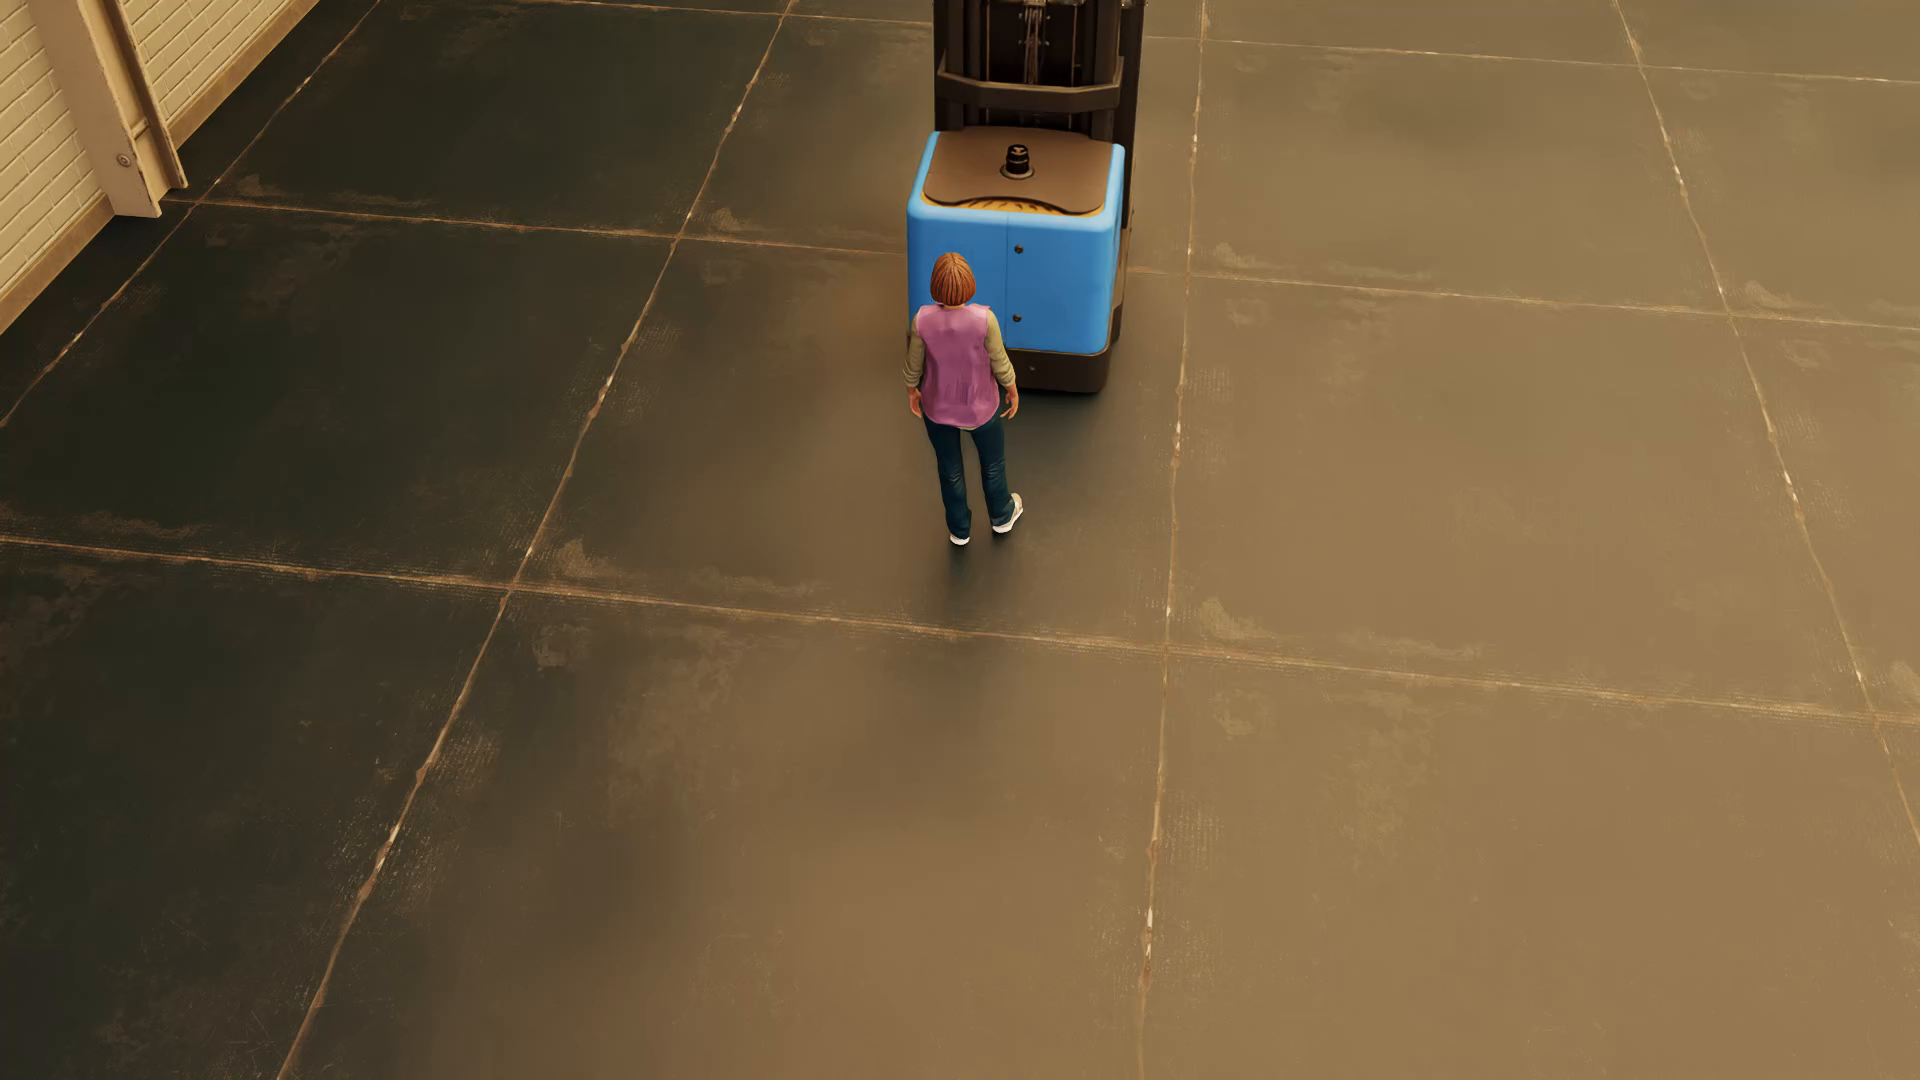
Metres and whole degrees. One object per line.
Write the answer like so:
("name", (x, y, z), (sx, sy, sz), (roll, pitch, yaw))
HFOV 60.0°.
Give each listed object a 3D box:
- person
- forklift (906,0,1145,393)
("person", (0.023, -0.642, 7.399), (0.521, 1.599, 0.473), (5, 43, 6))
("forklift", (0.441, -2.843, 8.819), (1.130, 2.935, 3.031), (5, 43, 6))
